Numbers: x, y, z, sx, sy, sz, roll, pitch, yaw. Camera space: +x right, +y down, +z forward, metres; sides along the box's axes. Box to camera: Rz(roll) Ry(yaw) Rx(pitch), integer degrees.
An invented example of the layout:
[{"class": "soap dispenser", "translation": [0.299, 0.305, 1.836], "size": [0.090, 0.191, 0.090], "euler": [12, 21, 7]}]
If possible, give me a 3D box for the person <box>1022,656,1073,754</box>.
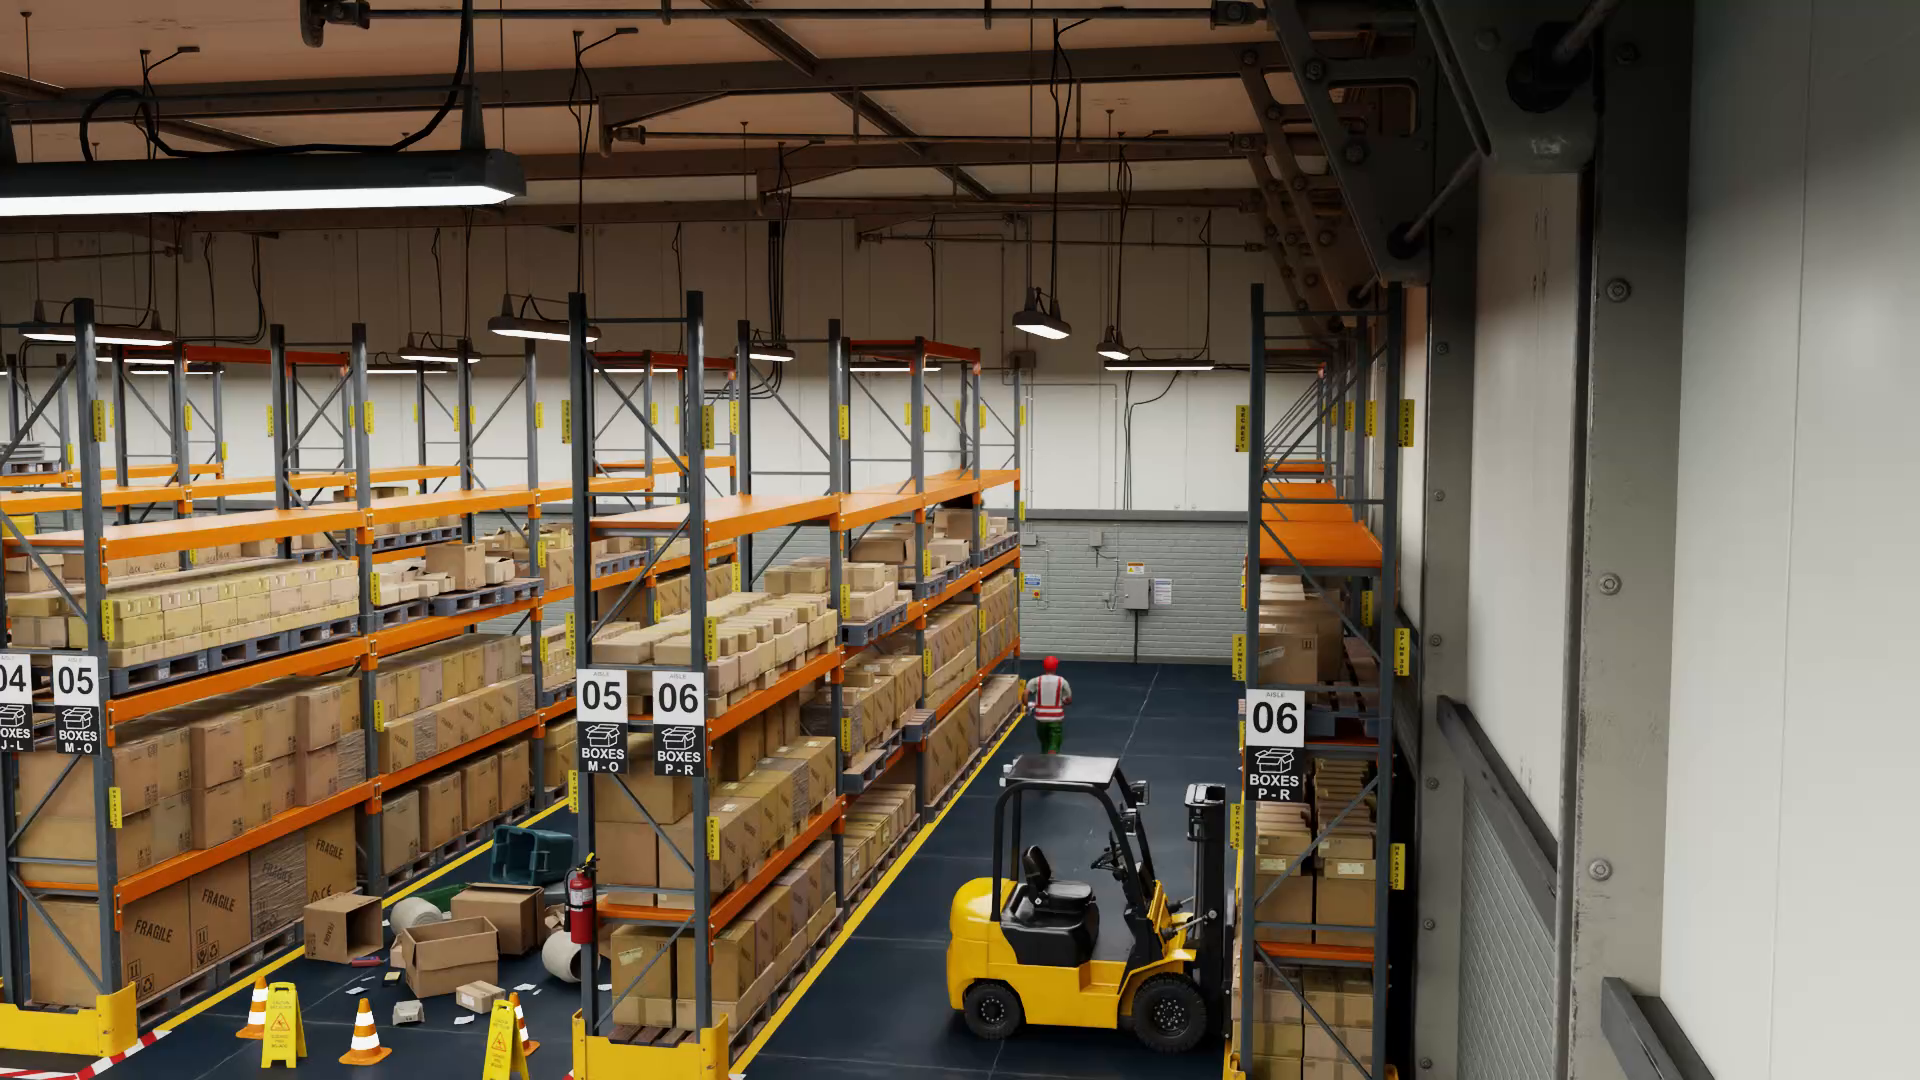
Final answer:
[{"class": "person", "translation": [1.206, 2.455, 22.695], "size": [0.671, 1.778, 0.991], "euler": [1, 5, 12]}]
